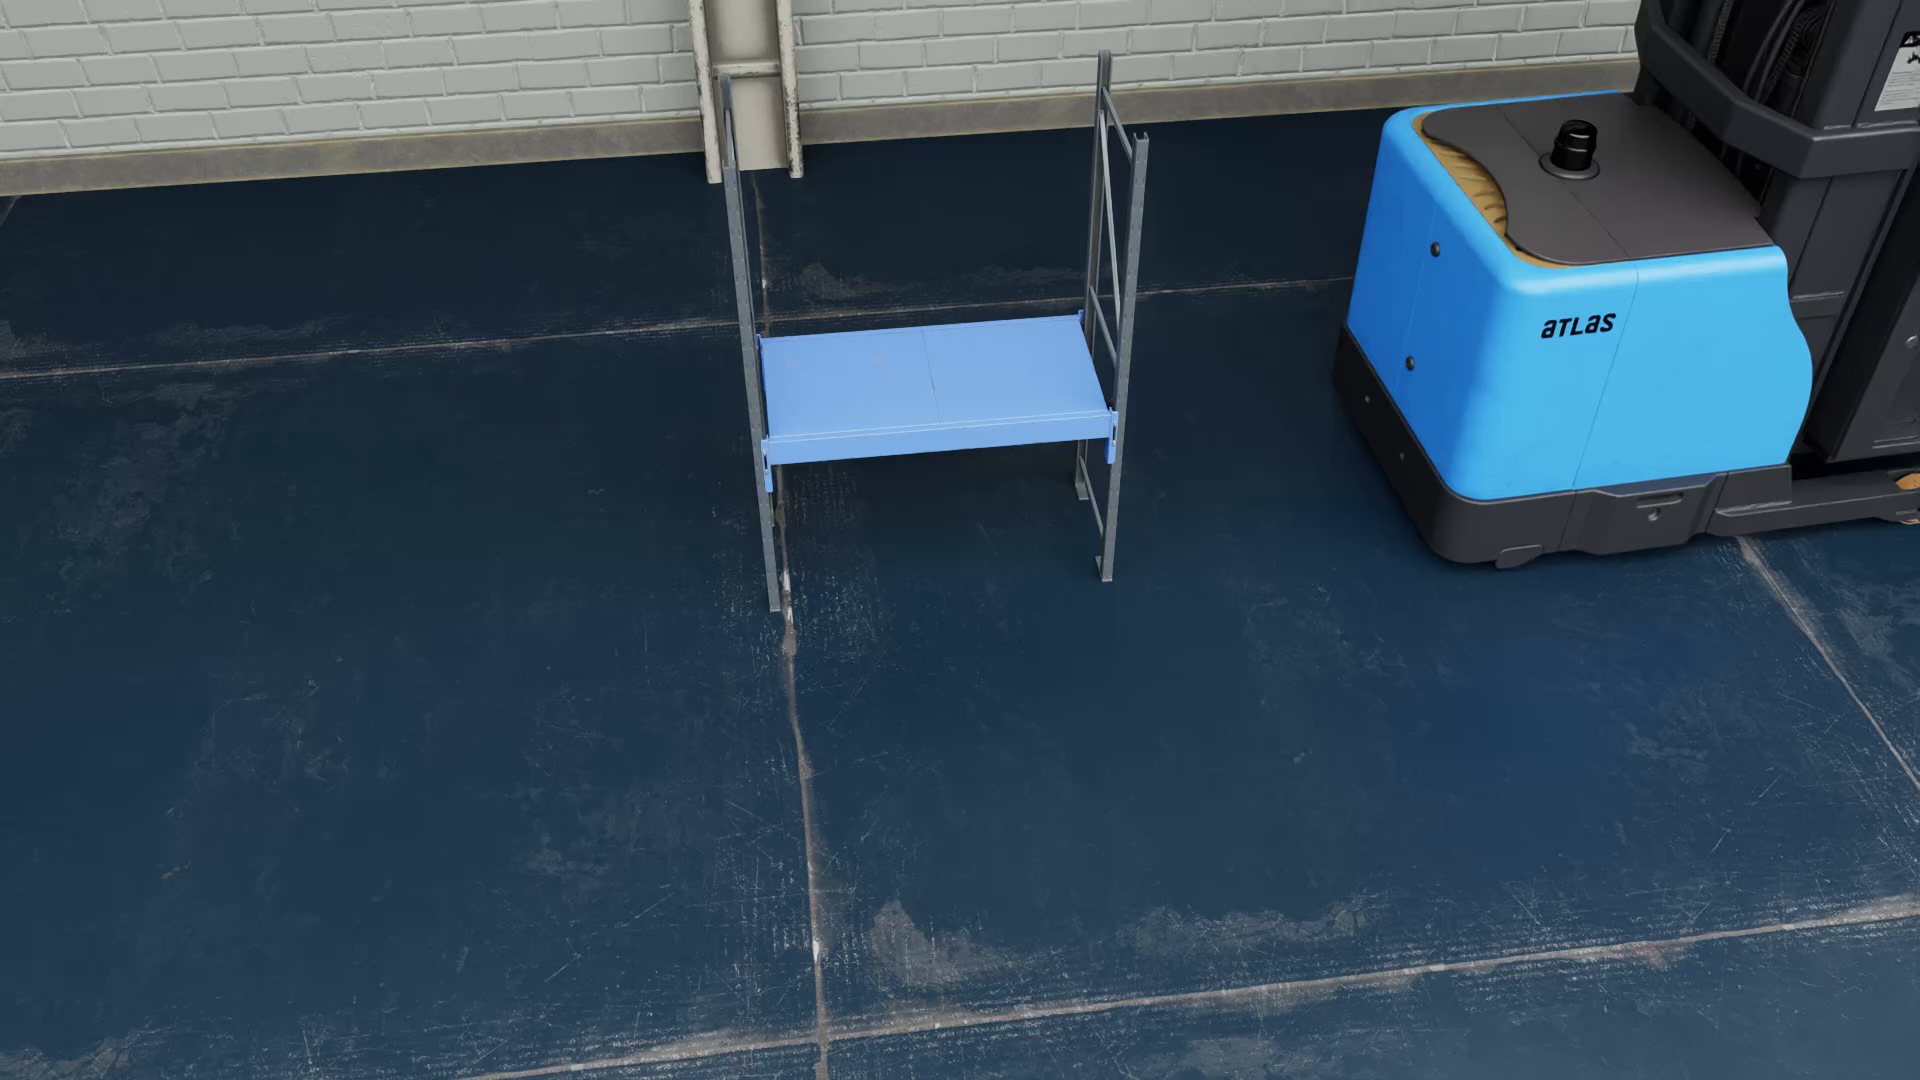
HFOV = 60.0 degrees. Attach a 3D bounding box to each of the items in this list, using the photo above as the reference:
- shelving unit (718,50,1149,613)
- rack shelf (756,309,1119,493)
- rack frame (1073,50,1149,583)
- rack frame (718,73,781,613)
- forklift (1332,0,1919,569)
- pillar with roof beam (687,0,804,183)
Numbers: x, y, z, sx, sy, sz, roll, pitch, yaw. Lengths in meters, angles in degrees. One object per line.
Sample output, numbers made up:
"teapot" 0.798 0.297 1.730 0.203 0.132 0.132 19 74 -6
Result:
"shelving unit" -0.085 -0.550 4.739 1.048 1.500 0.538 -5 42 -6
"rack shelf" -0.085 -0.416 4.860 1.000 0.185 0.538 -5 42 -6
"rack frame" 0.419 -0.594 4.788 0.032 1.500 0.500 -5 42 -6
"rack frame" -0.589 -0.505 4.691 0.032 1.500 0.500 -5 42 -6
"forklift" 2.854 -1.481 4.703 3.031 2.935 1.130 -7 43 -8
"pillar with roof beam" -0.309 -2.079 0.836 0.400 9.000 9.100 -5 42 -6
